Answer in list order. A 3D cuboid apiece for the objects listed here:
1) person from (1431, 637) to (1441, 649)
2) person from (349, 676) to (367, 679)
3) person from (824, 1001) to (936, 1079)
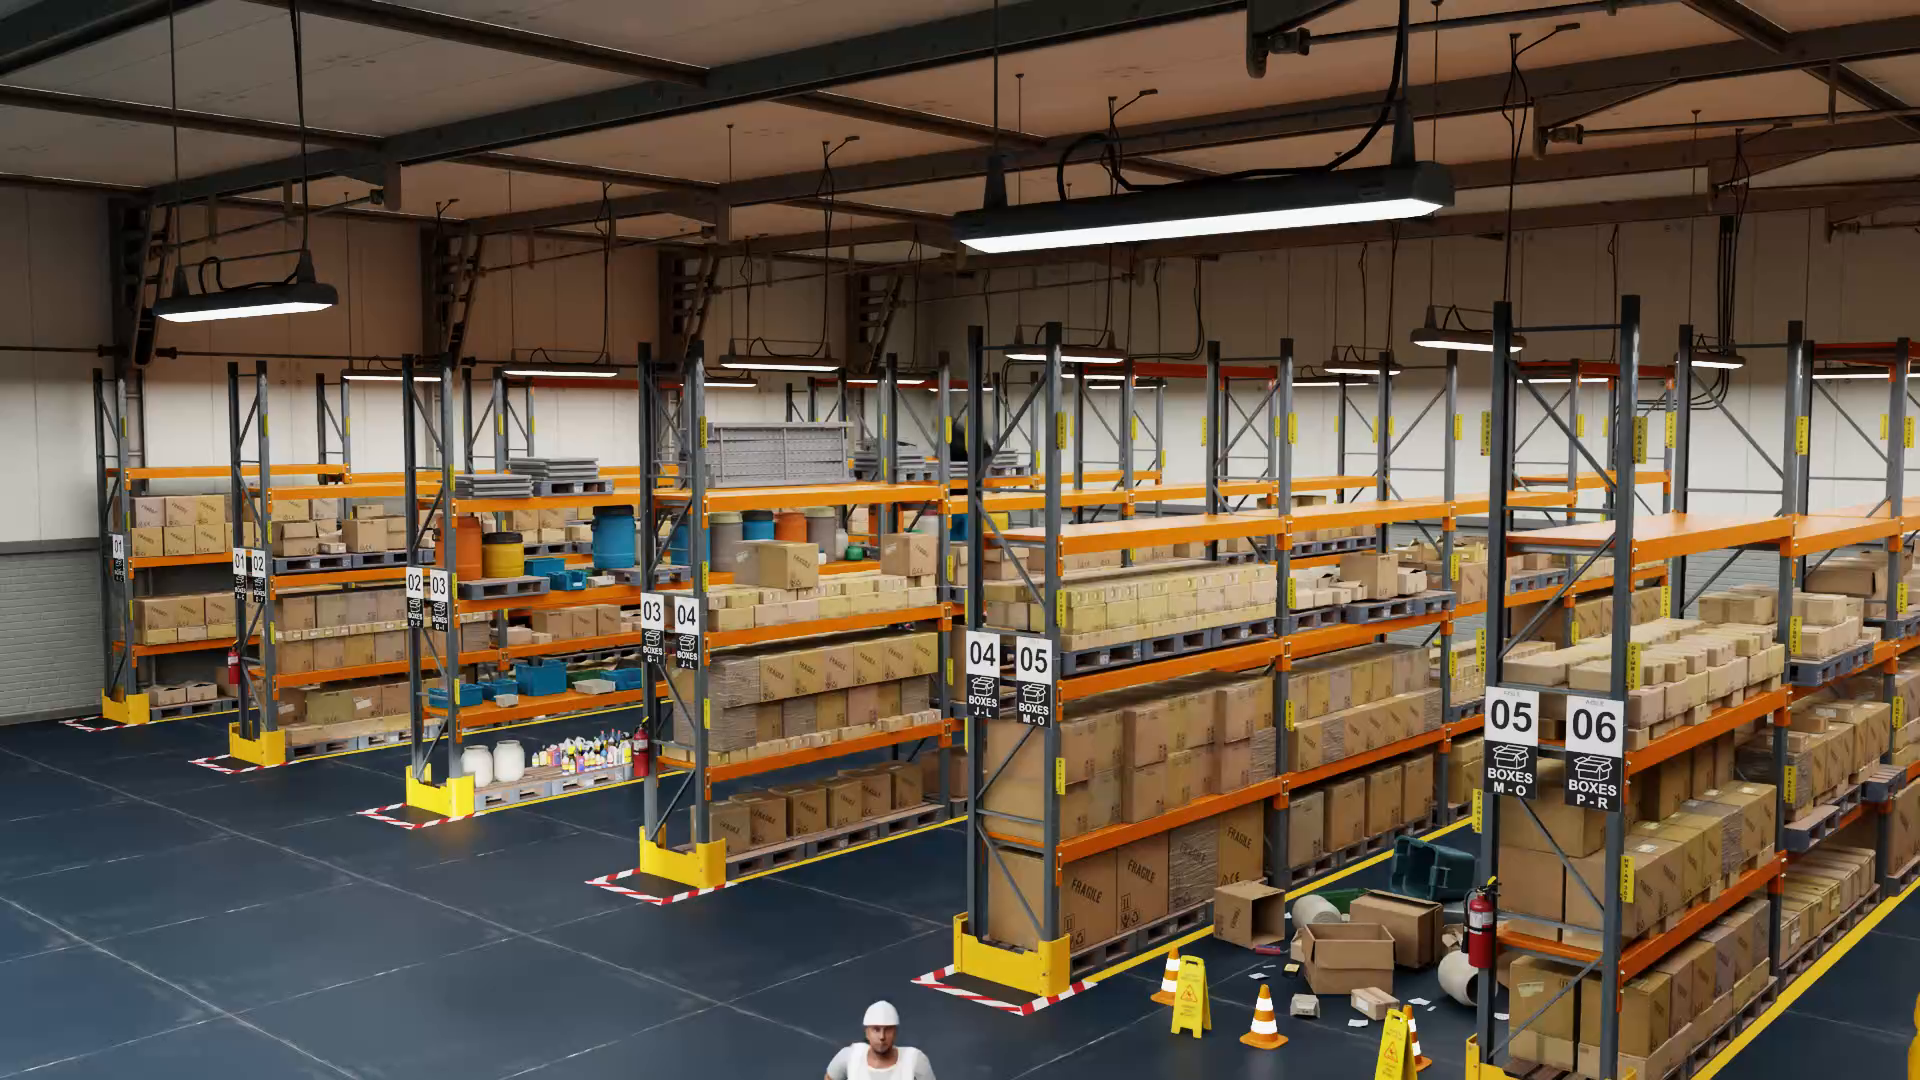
[{"bbox_3d":[7.502,2.398,25.849,0.652,1.793,1.135,3,5,38],"label":"person"},{"bbox_3d":[-10.205,2.207,28.383,0.675,1.803,0.689,3,5,35],"label":"person"},{"bbox_3d":[-0.446,3.539,9.537,0.669,1.790,0.918,0,4,-4],"label":"person"}]
